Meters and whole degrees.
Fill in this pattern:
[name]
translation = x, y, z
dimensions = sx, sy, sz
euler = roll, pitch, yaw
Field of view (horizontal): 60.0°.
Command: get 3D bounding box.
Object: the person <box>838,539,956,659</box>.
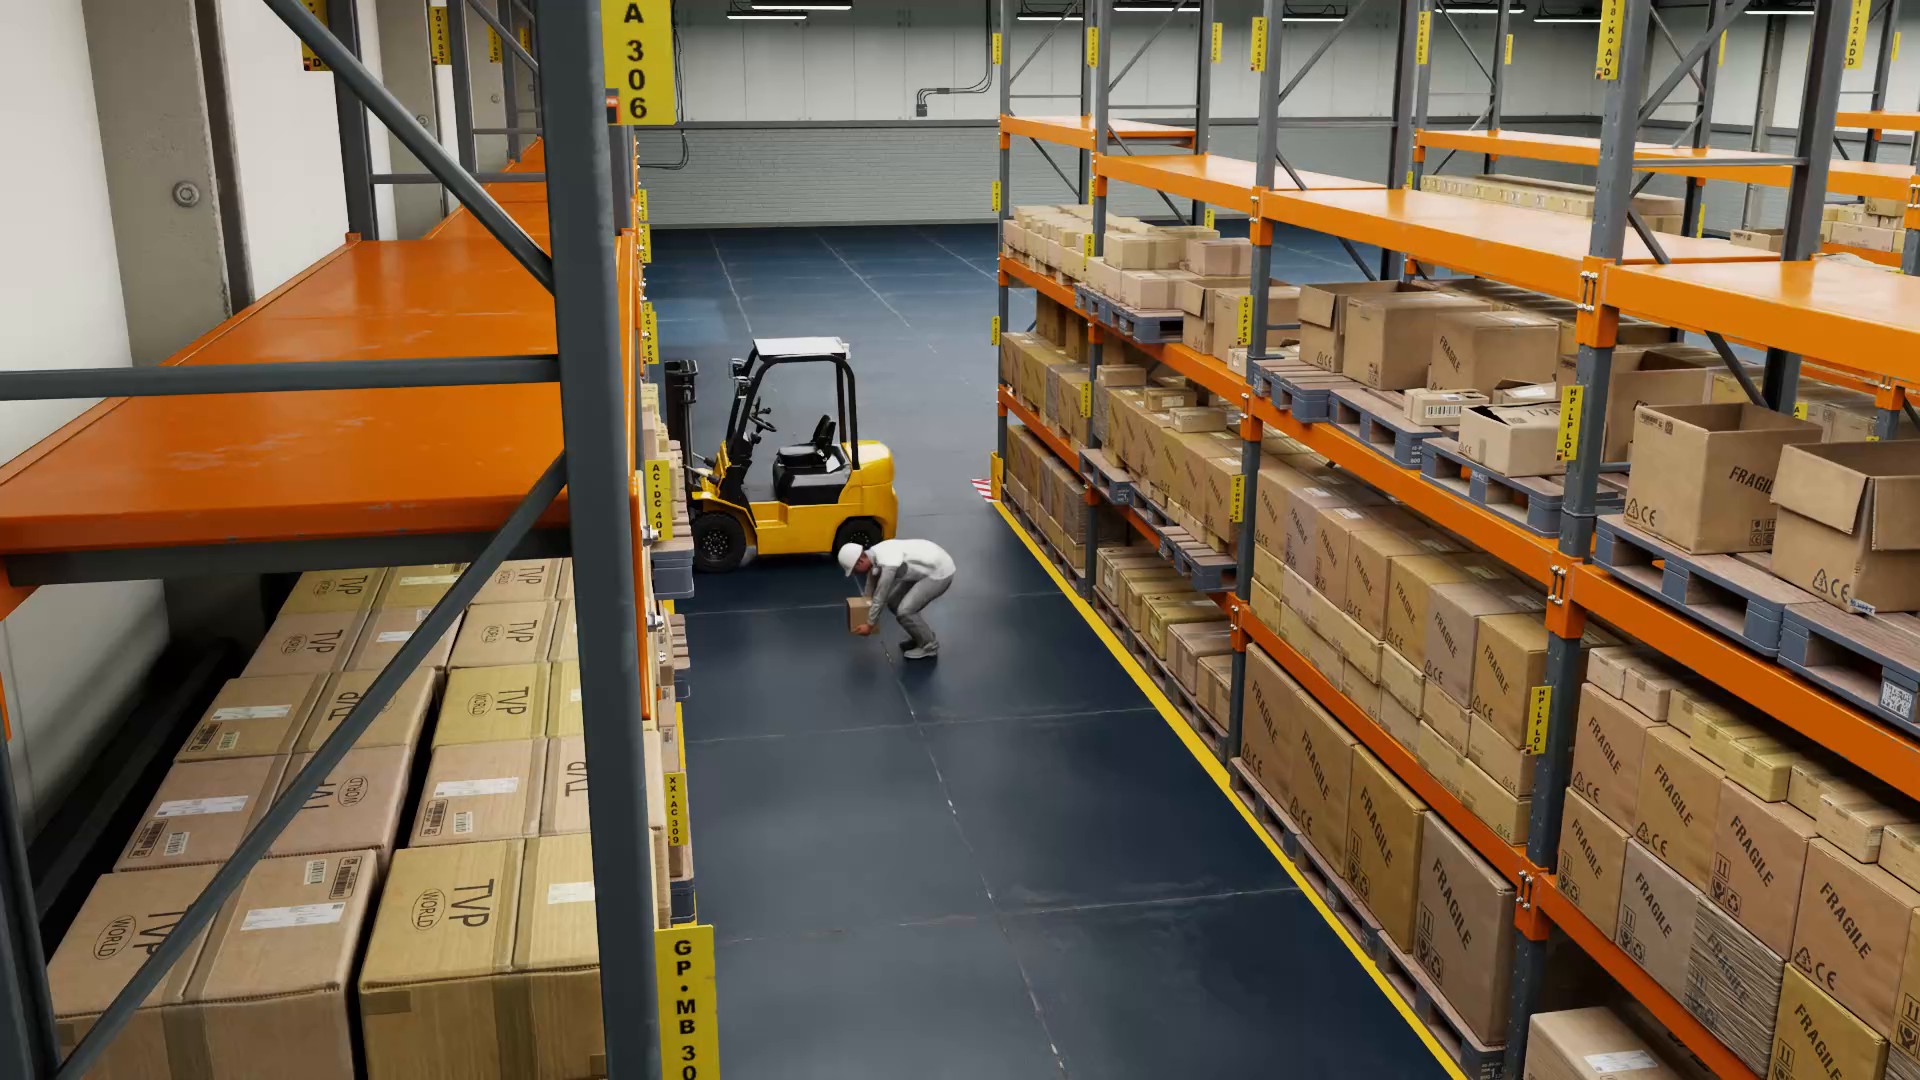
[person]
translation = -0.540, 0.491, 14.167
dimensions = 0.997, 1.011, 0.515
euler = -4, 17, -13
